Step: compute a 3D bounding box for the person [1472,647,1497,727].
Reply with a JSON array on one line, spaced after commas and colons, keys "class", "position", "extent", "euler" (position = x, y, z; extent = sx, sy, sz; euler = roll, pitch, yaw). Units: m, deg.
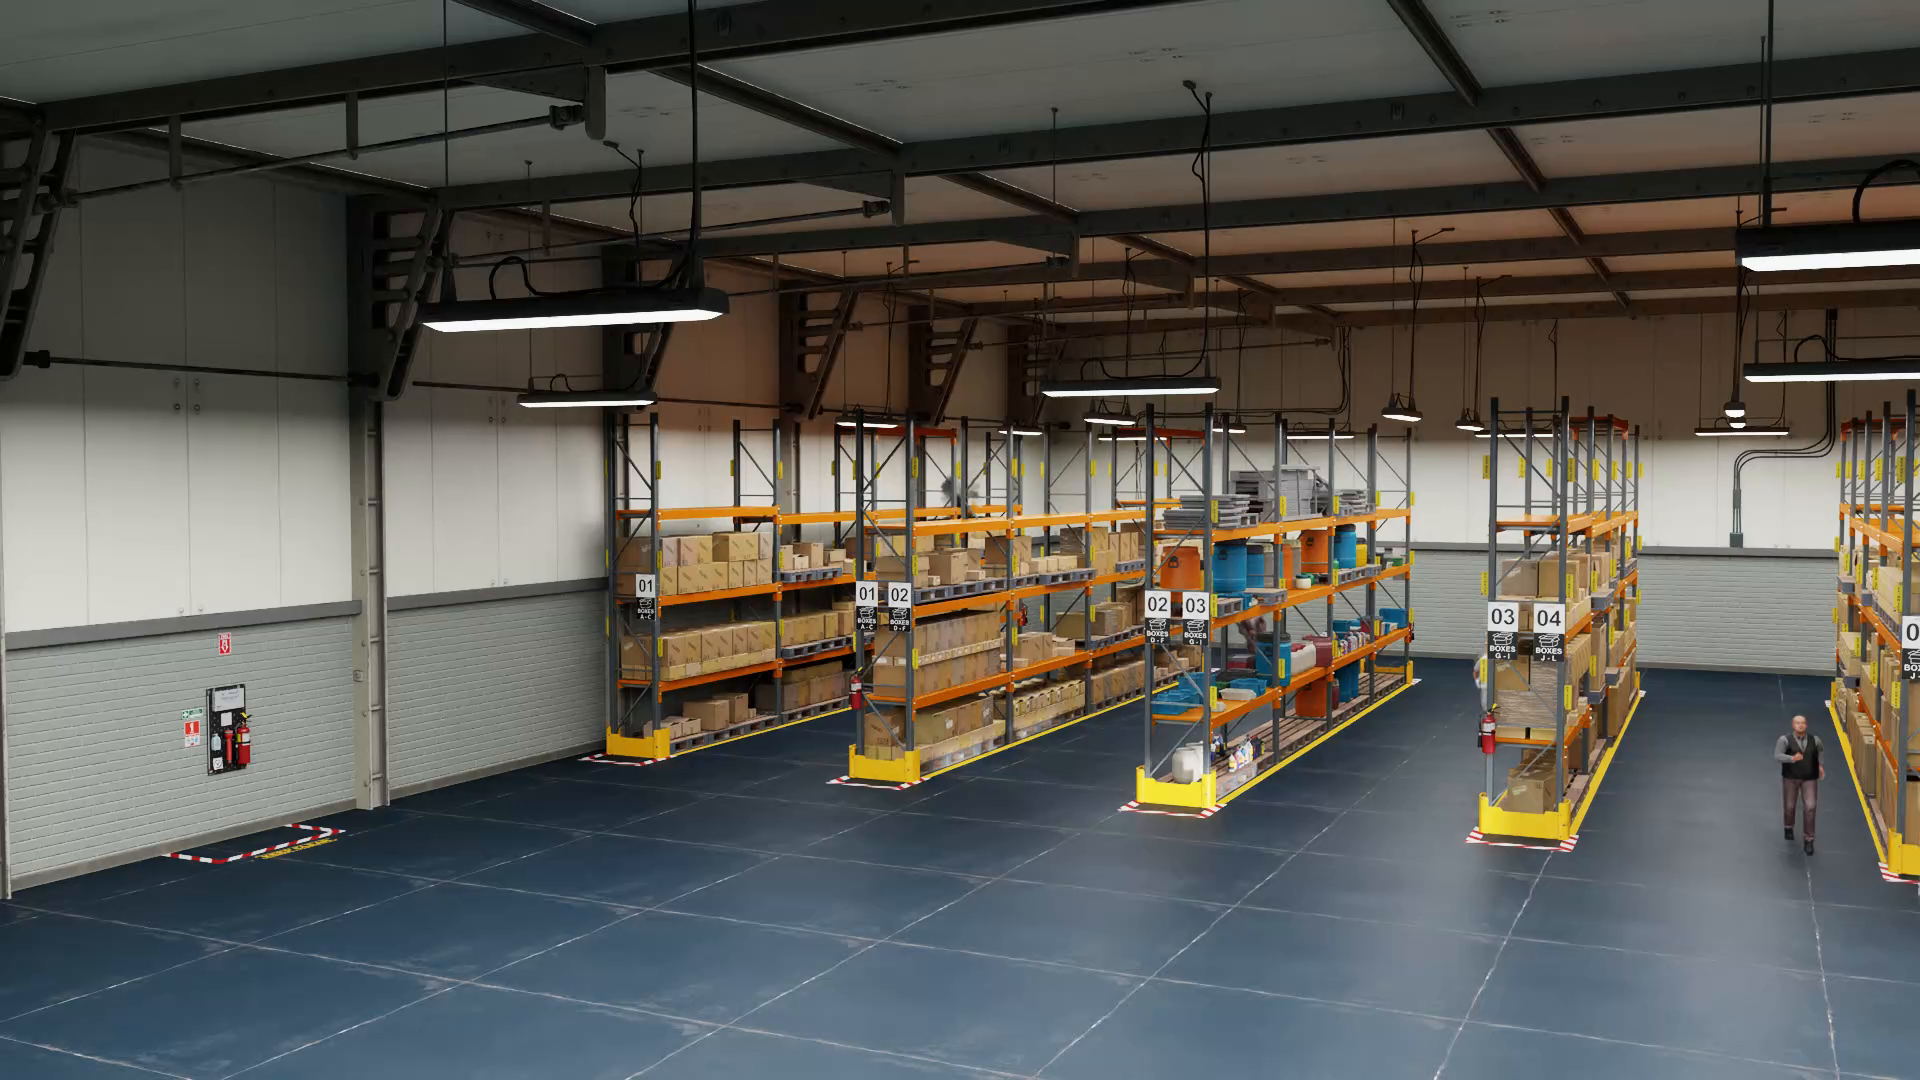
[{"class": "person", "position": [10.013, 2.810, 31.366], "extent": [0.687, 1.745, 0.595], "euler": [1, 3, 27]}]

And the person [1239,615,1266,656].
[{"class": "person", "position": [7.122, 2.449, 40.306], "extent": [0.756, 1.739, 0.681], "euler": [0, 2, 3]}]

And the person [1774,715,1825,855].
[{"class": "person", "position": [11.108, 3.203, 22.002], "extent": [0.635, 1.767, 0.840], "euler": [1, 3, 21]}]
